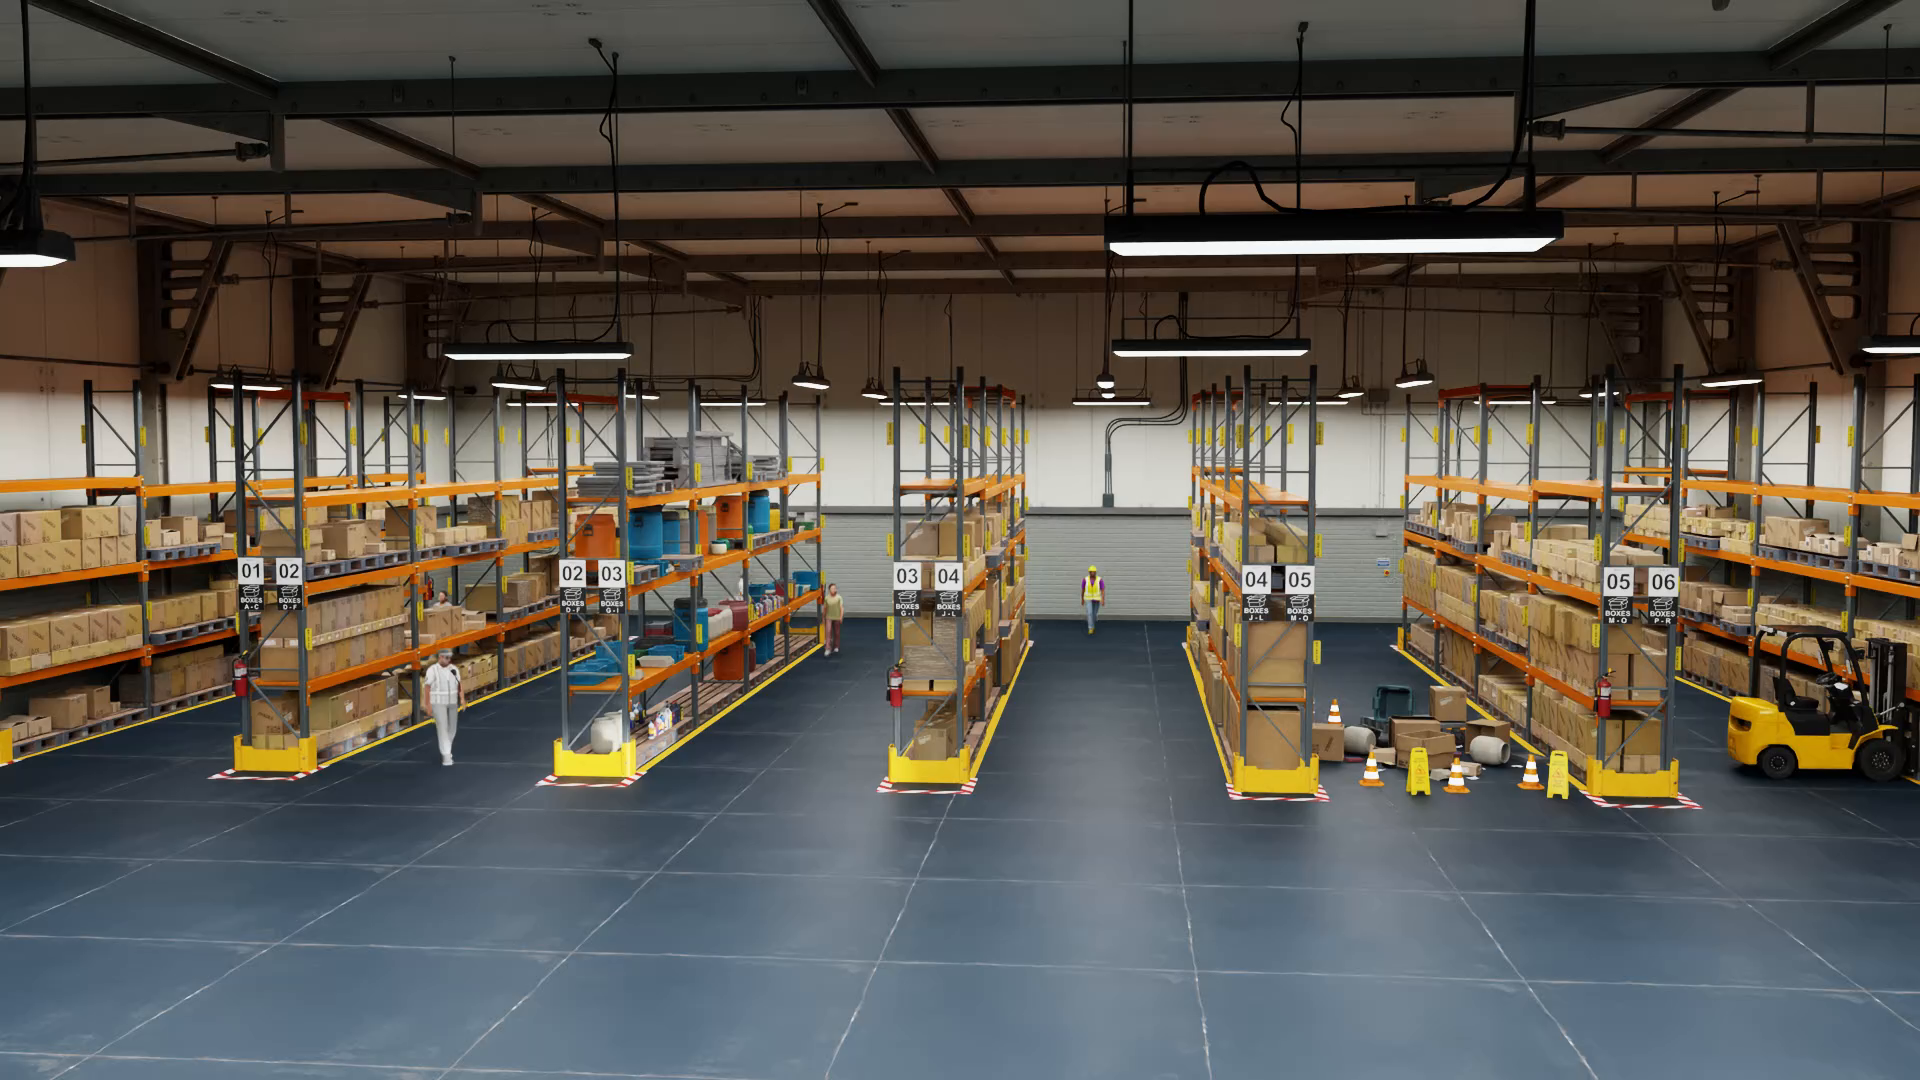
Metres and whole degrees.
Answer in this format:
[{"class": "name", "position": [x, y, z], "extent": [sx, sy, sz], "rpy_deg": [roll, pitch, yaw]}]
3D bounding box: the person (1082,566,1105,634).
[{"class": "person", "position": [3.399, 1.516, 42.225], "extent": [0.561, 1.706, 1.096], "rpy_deg": [0, 4, -5]}]

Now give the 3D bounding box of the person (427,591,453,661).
[{"class": "person", "position": [-11.259, 1.926, 36.105], "extent": [0.500, 1.644, 0.903], "rpy_deg": [0, 4, 8]}]

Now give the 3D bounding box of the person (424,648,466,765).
[{"class": "person", "position": [-7.918, 2.560, 25.737], "extent": [0.797, 1.749, 0.564], "rpy_deg": [4, 5, 45]}]

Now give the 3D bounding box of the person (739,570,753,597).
[{"class": "person", "position": [-5.349, 1.577, 41.605], "extent": [0.455, 1.667, 0.511], "rpy_deg": [0, 4, -2]}]

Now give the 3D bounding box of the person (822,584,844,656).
[{"class": "person", "position": [-2.913, 1.804, 38.054], "extent": [0.498, 1.600, 1.044], "rpy_deg": [0, 4, -3]}]
